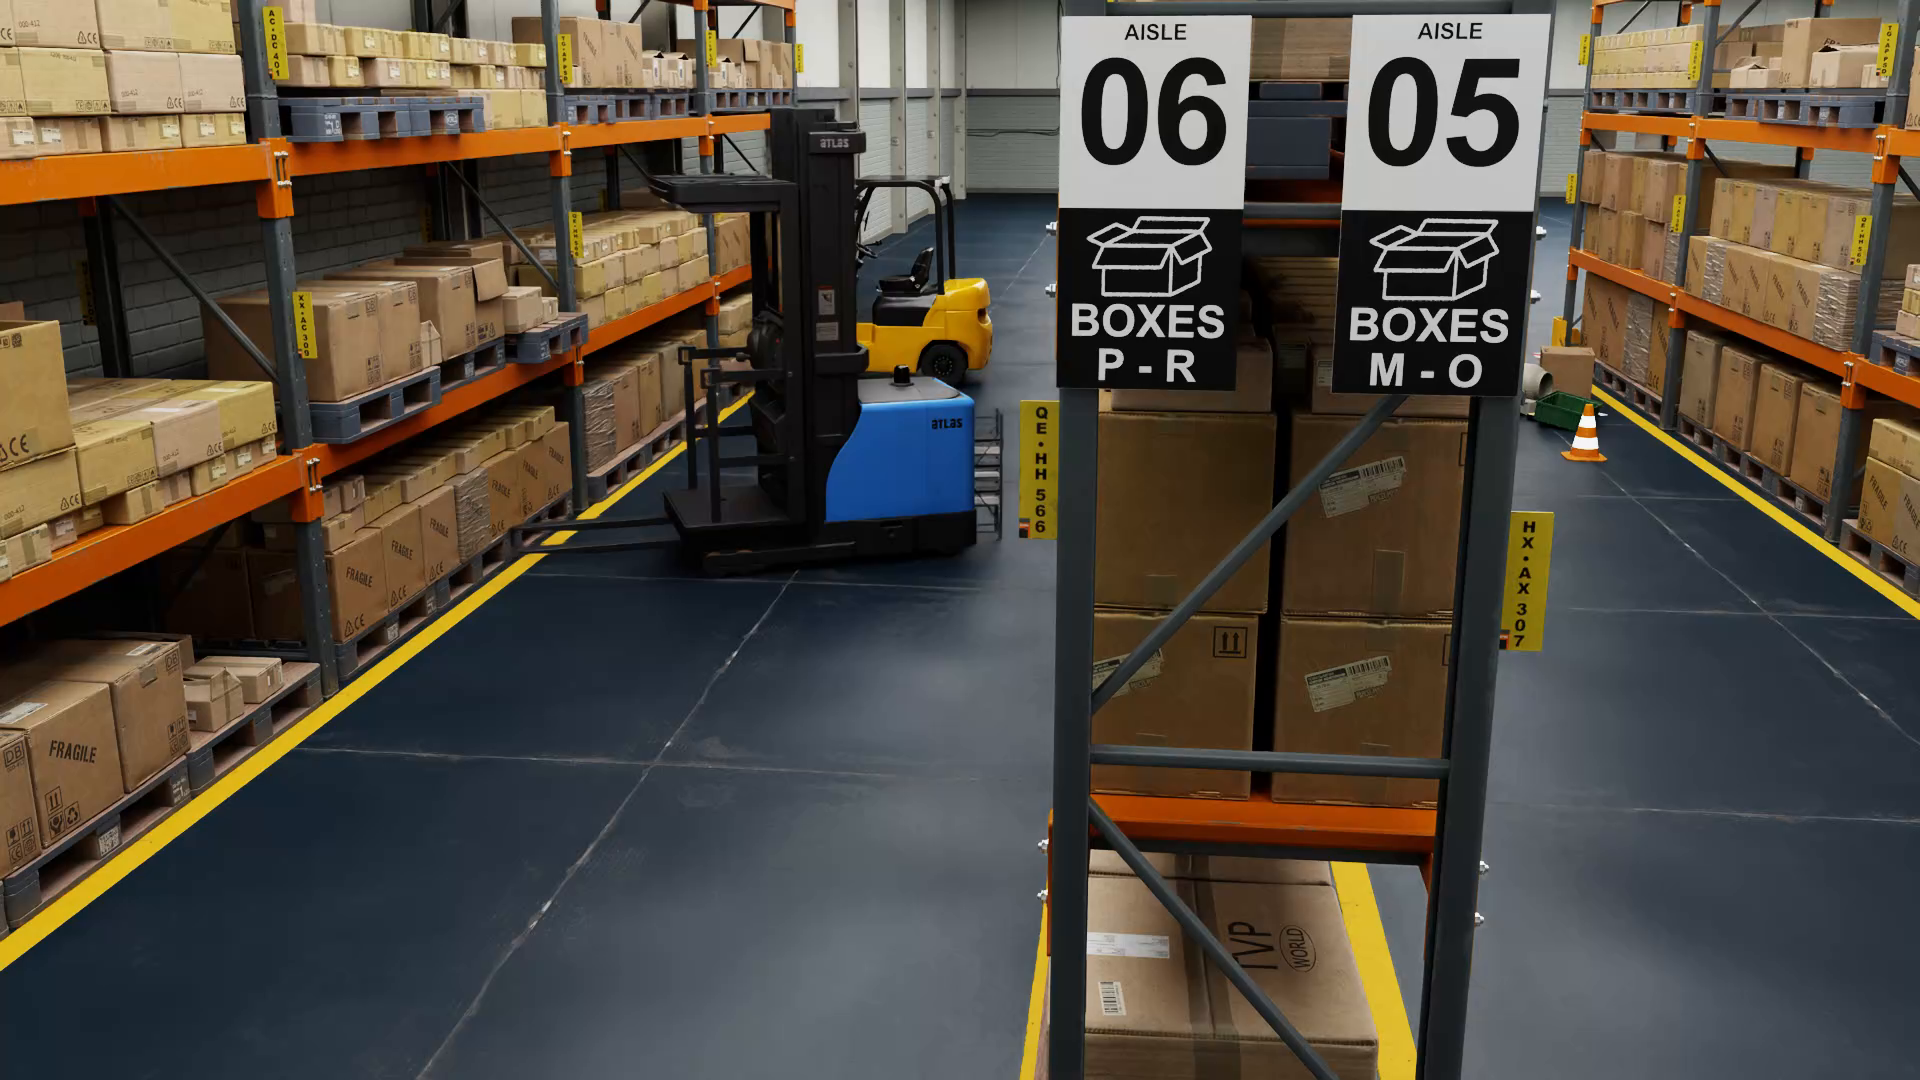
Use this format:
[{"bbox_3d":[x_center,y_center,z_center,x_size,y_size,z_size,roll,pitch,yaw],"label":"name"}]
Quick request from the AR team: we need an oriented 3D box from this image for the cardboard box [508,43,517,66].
[{"bbox_3d":[-3.184,-3.236,11.089,0.380,0.149,0.250,1,15,4],"label":"cardboard box"}]

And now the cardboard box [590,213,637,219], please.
[{"bbox_3d":[-3.188,-2.933,15.329,0.380,0.149,0.250,1,15,4],"label":"cardboard box"}]

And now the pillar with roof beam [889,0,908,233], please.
[{"bbox_3d":[2.933,-11.046,35.272,9.100,9.000,0.400,2,15,6],"label":"pillar with roof beam"}]

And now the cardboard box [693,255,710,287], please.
[{"bbox_3d":[-2.650,-2.514,15.499,0.500,0.250,0.500,2,15,8],"label":"cardboard box"}]

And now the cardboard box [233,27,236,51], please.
[{"bbox_3d":[-3.831,-2.520,8.402,0.380,0.149,0.250,2,15,7],"label":"cardboard box"}]

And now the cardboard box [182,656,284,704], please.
[{"bbox_3d":[-3.527,0.677,8.069,0.380,0.149,0.250,1,15,5],"label":"cardboard box"}]

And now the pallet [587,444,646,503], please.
[{"bbox_3d":[-3.173,-0.553,13.304,1.003,0.211,1.213,2,15,6],"label":"pallet"}]

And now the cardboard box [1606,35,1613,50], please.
[{"bbox_3d":[7.049,-5.251,17.547,0.380,0.149,0.250,1,15,5],"label":"cardboard box"}]

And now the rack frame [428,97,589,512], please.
[{"bbox_3d":[-3.305,-1.687,12.155,1.000,3.000,0.127,2,15,6],"label":"rack frame"}]

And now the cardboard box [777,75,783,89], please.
[{"bbox_3d":[-2.194,-5.116,18.574,0.380,0.149,0.250,1,15,5],"label":"cardboard box"}]

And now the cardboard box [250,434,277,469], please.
[{"bbox_3d":[-3.541,-0.438,8.018,0.380,0.149,0.250,2,15,7],"label":"cardboard box"}]

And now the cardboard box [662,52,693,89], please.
[{"bbox_3d":[-2.693,-4.186,14.823,0.500,0.311,0.500,1,15,4],"label":"cardboard box"}]

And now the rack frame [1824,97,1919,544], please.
[{"bbox_3d":[6.558,-1.422,11.176,1.000,3.000,0.127,2,15,6],"label":"rack frame"}]

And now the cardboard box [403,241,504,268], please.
[{"bbox_3d":[-3.518,-1.809,11.610,0.500,0.500,0.500,2,15,9],"label":"cardboard box"}]

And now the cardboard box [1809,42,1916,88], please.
[{"bbox_3d":[6.377,-3.358,11.763,0.500,0.311,0.500,2,15,6],"label":"cardboard box"}]

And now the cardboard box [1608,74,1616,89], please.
[{"bbox_3d":[7.018,-4.799,17.401,0.380,0.149,0.250,2,15,7],"label":"cardboard box"}]

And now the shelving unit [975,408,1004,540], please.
[{"bbox_3d":[0.163,-0.456,11.623,0.258,0.900,0.210,-2,15,-7],"label":"shelving unit"}]

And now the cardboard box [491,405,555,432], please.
[{"bbox_3d":[-3.109,-0.861,11.841,0.380,0.149,0.250,1,15,4],"label":"cardboard box"}]

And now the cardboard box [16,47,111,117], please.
[{"bbox_3d":[-3.679,-1.769,6.428,0.500,0.250,0.500,2,15,7],"label":"cardboard box"}]

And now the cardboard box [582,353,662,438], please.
[{"bbox_3d":[-3.079,-1.249,14.280,0.875,0.625,0.625,1,15,4],"label":"cardboard box"}]

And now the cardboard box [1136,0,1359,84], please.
[{"bbox_3d":[0.686,-1.213,3.946,0.500,0.250,0.500,0,15,1],"label":"cardboard box"}]

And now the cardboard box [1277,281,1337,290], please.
[{"bbox_3d":[1.201,-0.731,5.269,0.380,0.149,0.250,2,15,7],"label":"cardboard box"}]

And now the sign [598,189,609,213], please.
[{"bbox_3d":[-3.405,-3.197,15.927,0.100,0.325,0.005,2,15,6],"label":"sign"}]

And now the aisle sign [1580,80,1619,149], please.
[{"bbox_3d":[7.170,-4.779,18.610,0.394,0.787,0.004,2,15,6],"label":"aisle sign"}]

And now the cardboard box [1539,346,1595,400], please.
[{"bbox_3d":[6.164,-1.687,16.939,0.500,0.500,0.500,4,16,16],"label":"cardboard box"}]

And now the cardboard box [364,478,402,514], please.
[{"bbox_3d":[-3.462,-0.257,9.606,0.380,0.149,0.250,1,15,5],"label":"cardboard box"}]

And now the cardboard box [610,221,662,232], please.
[{"bbox_3d":[-2.786,-2.659,14.313,0.380,0.149,0.250,2,15,7],"label":"cardboard box"}]

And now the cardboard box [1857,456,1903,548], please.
[{"bbox_3d":[6.224,-0.242,10.796,0.500,0.500,0.500,1,15,4],"label":"cardboard box"}]

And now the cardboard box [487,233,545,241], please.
[{"bbox_3d":[-3.502,-2.341,13.139,0.380,0.149,0.250,1,15,5],"label":"cardboard box"}]

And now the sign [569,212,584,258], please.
[{"bbox_3d":[-2.764,-2.194,11.964,0.100,0.325,0.005,2,15,6],"label":"sign"}]

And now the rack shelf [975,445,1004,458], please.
[{"bbox_3d":[0.163,-0.598,11.585,0.258,0.077,0.200,-2,15,-7],"label":"rack shelf"}]

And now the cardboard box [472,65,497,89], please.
[{"bbox_3d":[-3.194,-2.956,10.626,0.380,0.149,0.250,2,15,6],"label":"cardboard box"}]

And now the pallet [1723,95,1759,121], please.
[{"bbox_3d":[6.955,-3.576,13.761,0.805,0.209,1.217,1,15,4],"label":"pallet"}]

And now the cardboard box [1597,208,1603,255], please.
[{"bbox_3d":[7.423,-3.329,17.939,0.875,0.550,0.550,2,15,6],"label":"cardboard box"}]

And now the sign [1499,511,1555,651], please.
[{"bbox_3d":[1.276,0.095,3.755,0.100,0.325,0.005,2,15,6],"label":"sign"}]

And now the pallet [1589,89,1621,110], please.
[{"bbox_3d":[7.387,-4.710,17.756,1.003,0.211,1.213,2,15,6],"label":"pallet"}]

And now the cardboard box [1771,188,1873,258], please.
[{"bbox_3d":[6.787,-2.466,12.929,0.700,0.500,0.500,2,15,6],"label":"cardboard box"}]

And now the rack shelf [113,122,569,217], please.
[{"bbox_3d":[-3.530,-2.269,9.939,1.077,0.370,4.000,2,15,6],"label":"rack shelf"}]

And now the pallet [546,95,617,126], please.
[{"bbox_3d":[-3.317,-3.223,12.449,1.213,0.211,1.003,2,15,9],"label":"pallet"}]

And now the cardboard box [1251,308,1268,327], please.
[{"bbox_3d":[1.219,-0.511,5.700,0.500,0.500,0.500,2,15,6],"label":"cardboard box"}]

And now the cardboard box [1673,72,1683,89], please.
[{"bbox_3d":[6.761,-4.207,15.212,0.380,0.149,0.250,2,15,7],"label":"cardboard box"}]

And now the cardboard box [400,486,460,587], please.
[{"bbox_3d":[-3.367,-0.032,10.019,0.500,0.500,0.500,1,15,5],"label":"cardboard box"}]

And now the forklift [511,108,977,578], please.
[{"bbox_3d":[-1.462,-1.324,10.944,3.031,2.935,1.130,-5,16,-17],"label":"forklift"}]

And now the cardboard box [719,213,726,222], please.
[{"bbox_3d":[-2.528,-3.228,16.420,0.380,0.149,0.250,2,15,8],"label":"cardboard box"}]

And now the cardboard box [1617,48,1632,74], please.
[{"bbox_3d":[7.039,-4.887,16.964,0.500,0.250,0.500,2,15,6],"label":"cardboard box"}]

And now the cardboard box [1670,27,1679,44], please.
[{"bbox_3d":[6.791,-4.657,15.350,0.380,0.149,0.250,2,15,6],"label":"cardboard box"}]

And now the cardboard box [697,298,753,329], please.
[{"bbox_3d":[-2.419,-2.331,17.084,0.500,0.250,0.500,2,15,6],"label":"cardboard box"}]

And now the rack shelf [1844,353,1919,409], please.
[{"bbox_3d":[6.332,-0.556,9.351,1.077,0.370,4.000,2,15,6],"label":"rack shelf"}]

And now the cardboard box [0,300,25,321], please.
[{"bbox_3d":[-4.188,-0.705,6.802,0.500,0.500,0.500,1,15,5],"label":"cardboard box"}]

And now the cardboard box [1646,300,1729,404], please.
[{"bbox_3d":[7.149,-1.798,15.830,0.875,0.875,0.875,2,15,7],"label":"cardboard box"}]

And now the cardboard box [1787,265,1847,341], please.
[{"bbox_3d":[6.399,-1.725,12.102,0.500,0.500,0.500,2,15,6],"label":"cardboard box"}]

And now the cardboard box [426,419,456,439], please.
[{"bbox_3d":[-3.678,-0.735,11.376,0.380,0.149,0.250,2,15,7],"label":"cardboard box"}]
